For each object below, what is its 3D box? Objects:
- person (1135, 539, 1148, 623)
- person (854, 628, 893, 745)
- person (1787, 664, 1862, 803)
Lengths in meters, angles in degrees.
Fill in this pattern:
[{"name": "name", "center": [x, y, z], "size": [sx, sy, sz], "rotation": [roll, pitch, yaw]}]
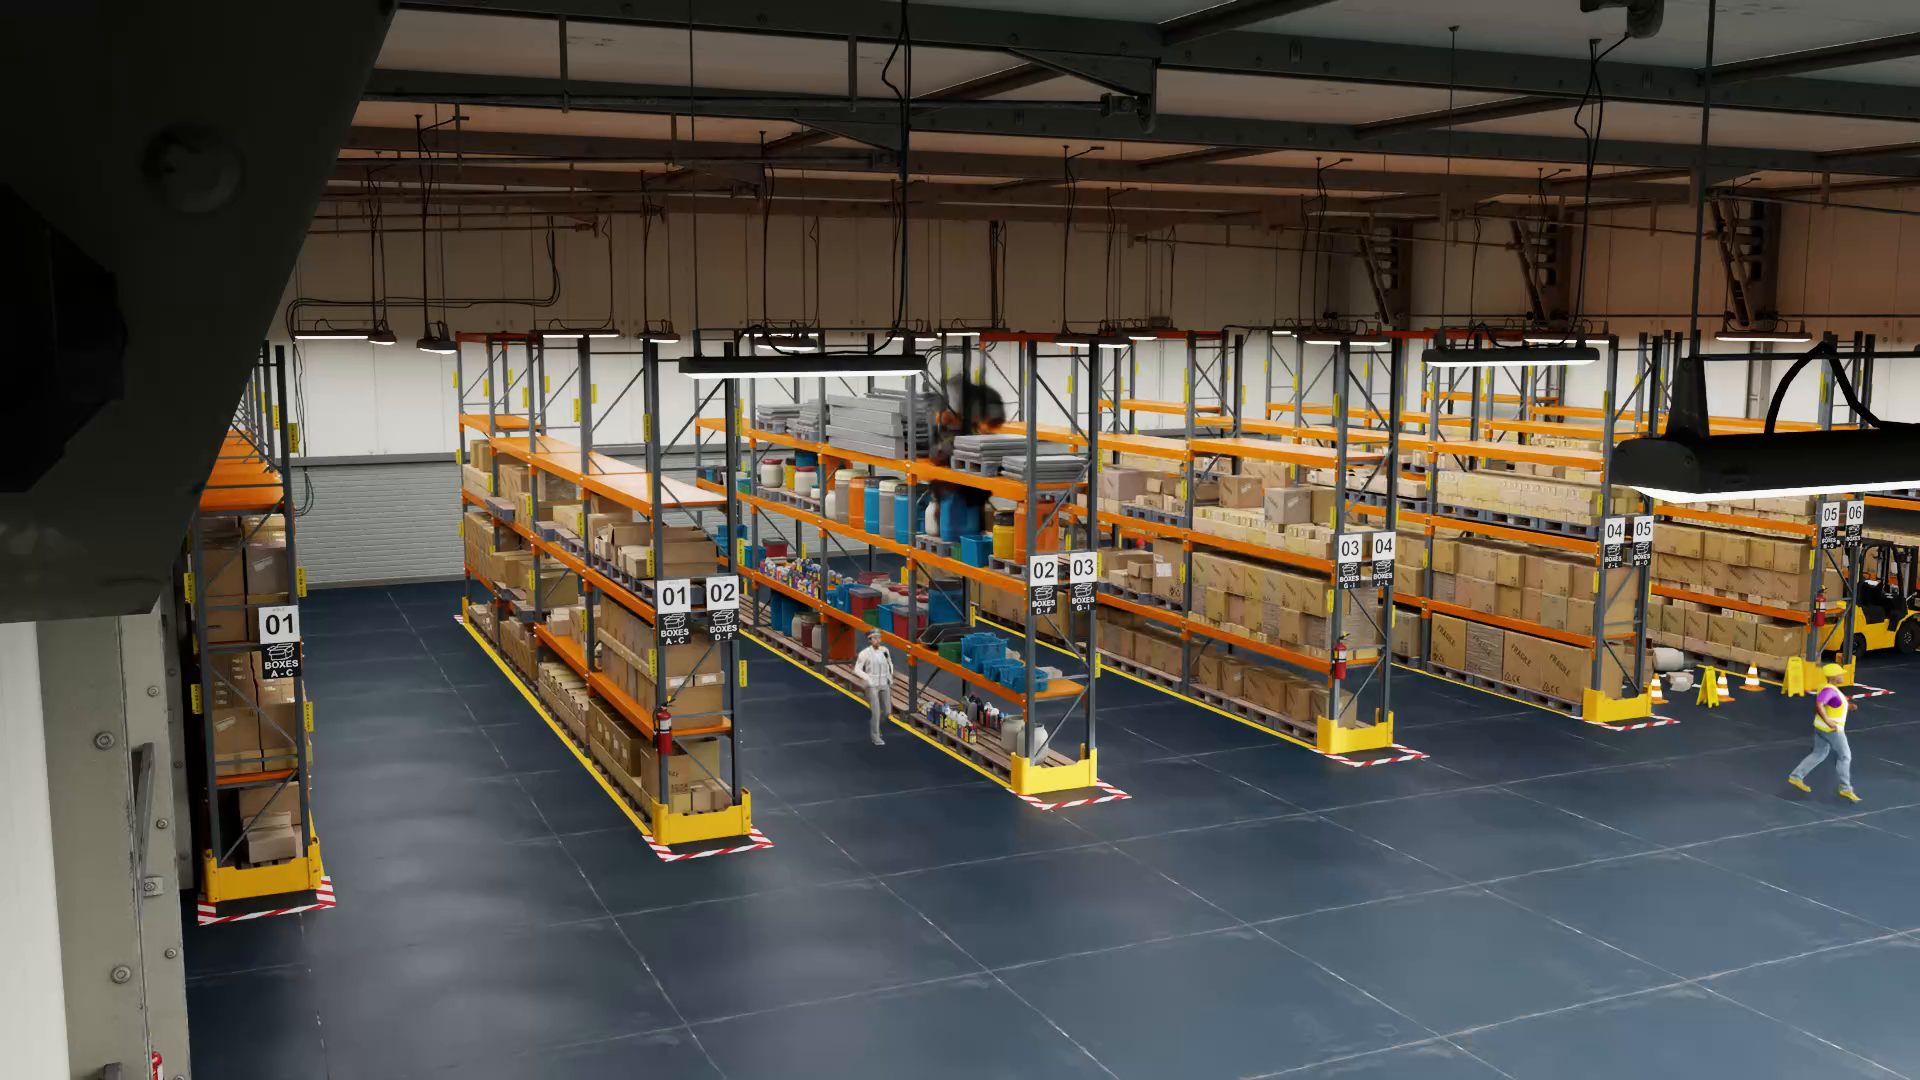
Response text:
[{"name": "person", "center": [3.702, 0.842, 34.239], "size": [0.643, 1.760, 0.734], "rotation": [-4, 9, -25]}, {"name": "person", "center": [-1.172, 2.059, 23.500], "size": [0.612, 1.660, 0.495], "rotation": [-4, 9, -28]}, {"name": "person", "center": [11.394, 2.515, 21.832], "size": [0.887, 1.815, 0.684], "rotation": [1, 8, 8]}]
